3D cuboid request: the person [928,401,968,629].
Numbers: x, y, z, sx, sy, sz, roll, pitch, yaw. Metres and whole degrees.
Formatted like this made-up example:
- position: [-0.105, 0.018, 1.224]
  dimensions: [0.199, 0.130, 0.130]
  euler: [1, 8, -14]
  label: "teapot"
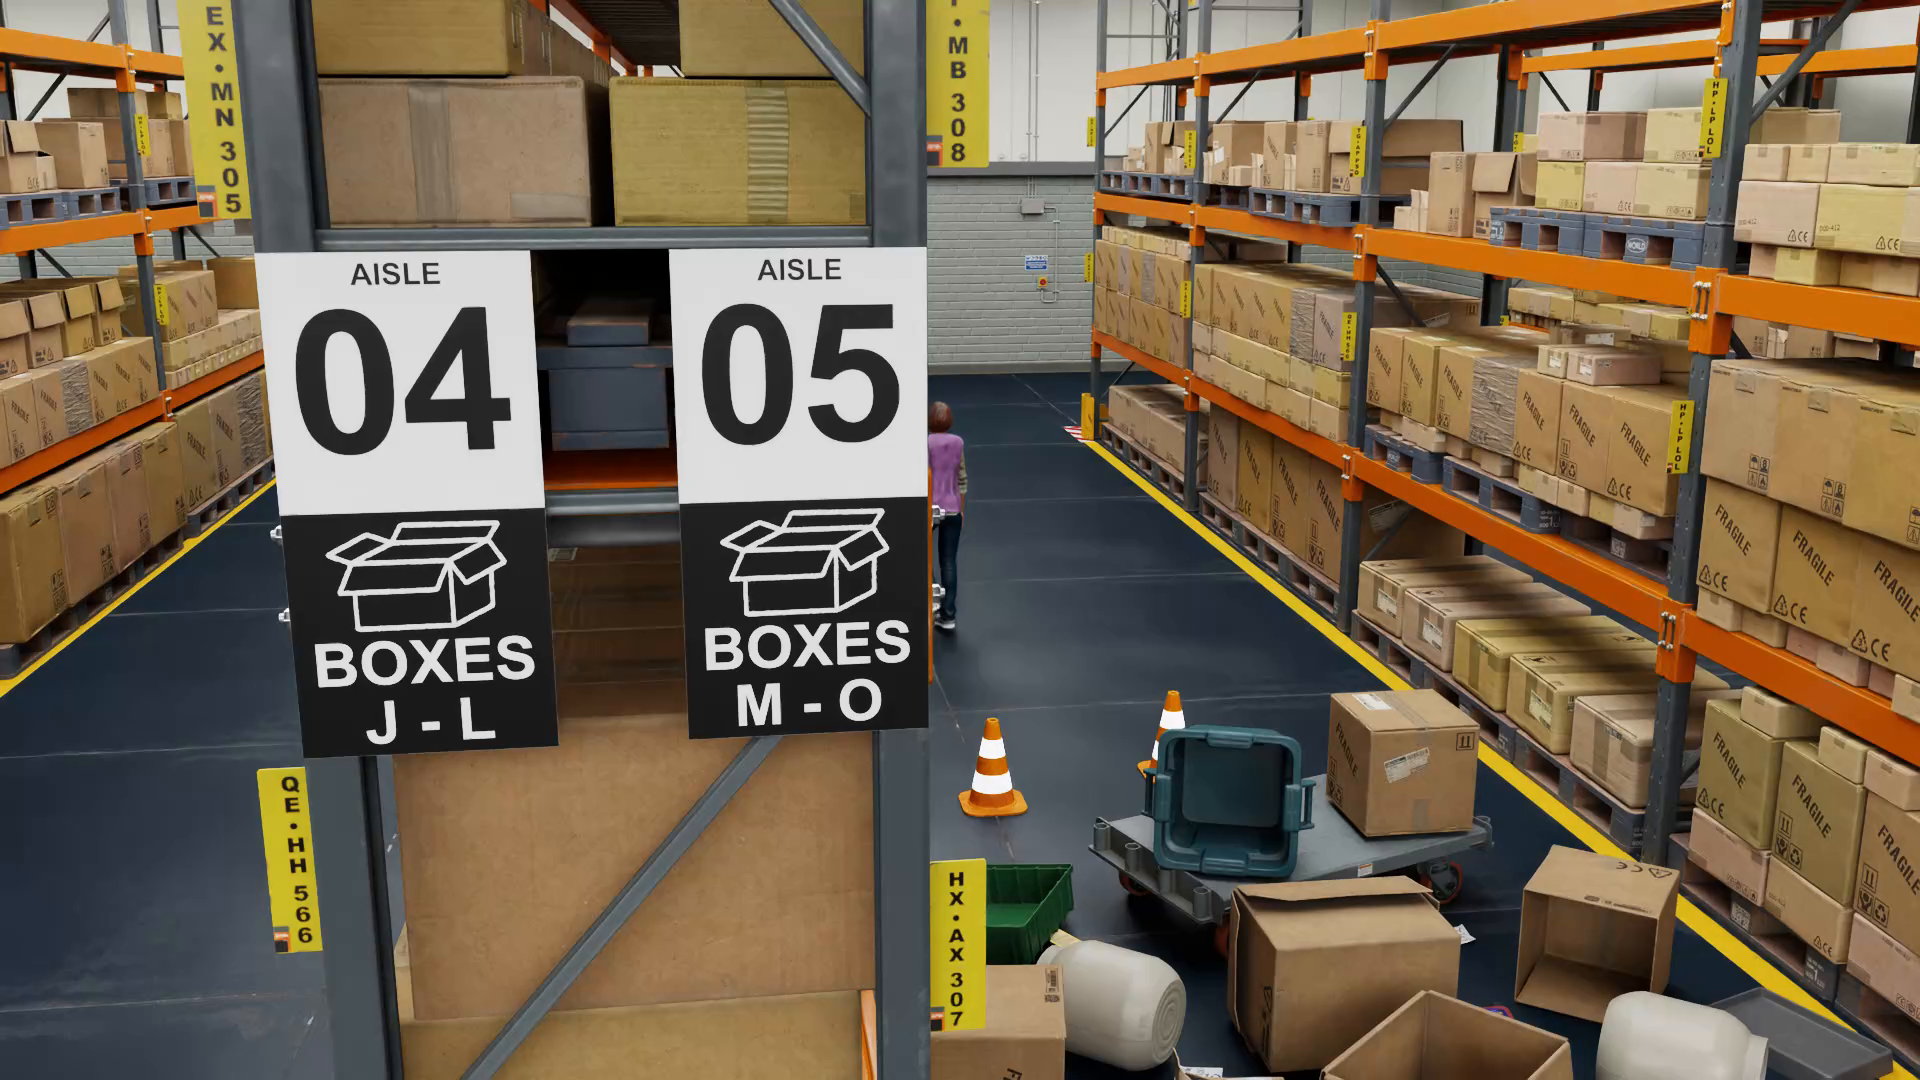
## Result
- position: [-0.131, -0.175, 11.667]
  dimensions: [0.433, 1.582, 0.475]
  euler: [-6, 15, -22]
  label: "person"
